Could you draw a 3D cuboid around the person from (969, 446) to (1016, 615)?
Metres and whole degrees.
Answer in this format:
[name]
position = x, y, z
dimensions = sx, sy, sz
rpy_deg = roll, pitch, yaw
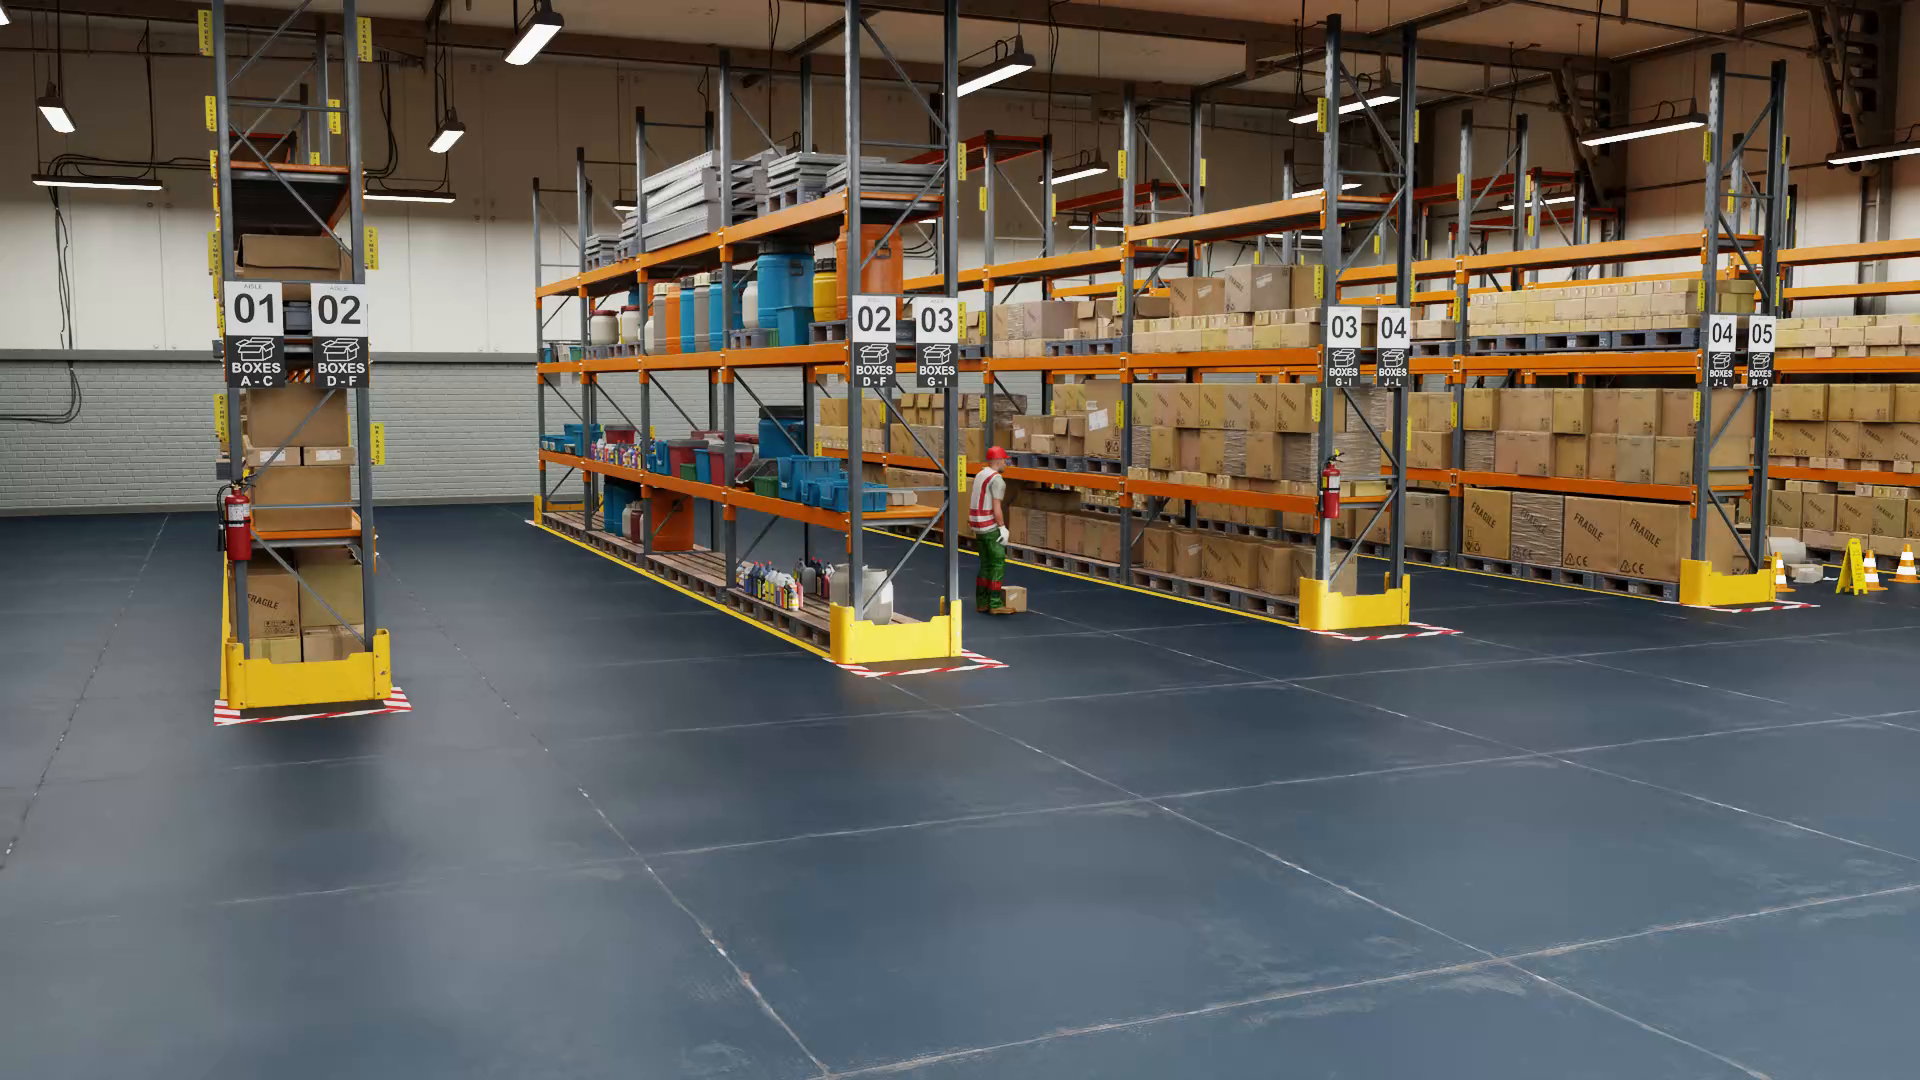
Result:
[person]
position = 0.346, -0.110, 17.803
dimensions = 0.452, 1.778, 0.603
rpy_deg = -2, 6, -24
